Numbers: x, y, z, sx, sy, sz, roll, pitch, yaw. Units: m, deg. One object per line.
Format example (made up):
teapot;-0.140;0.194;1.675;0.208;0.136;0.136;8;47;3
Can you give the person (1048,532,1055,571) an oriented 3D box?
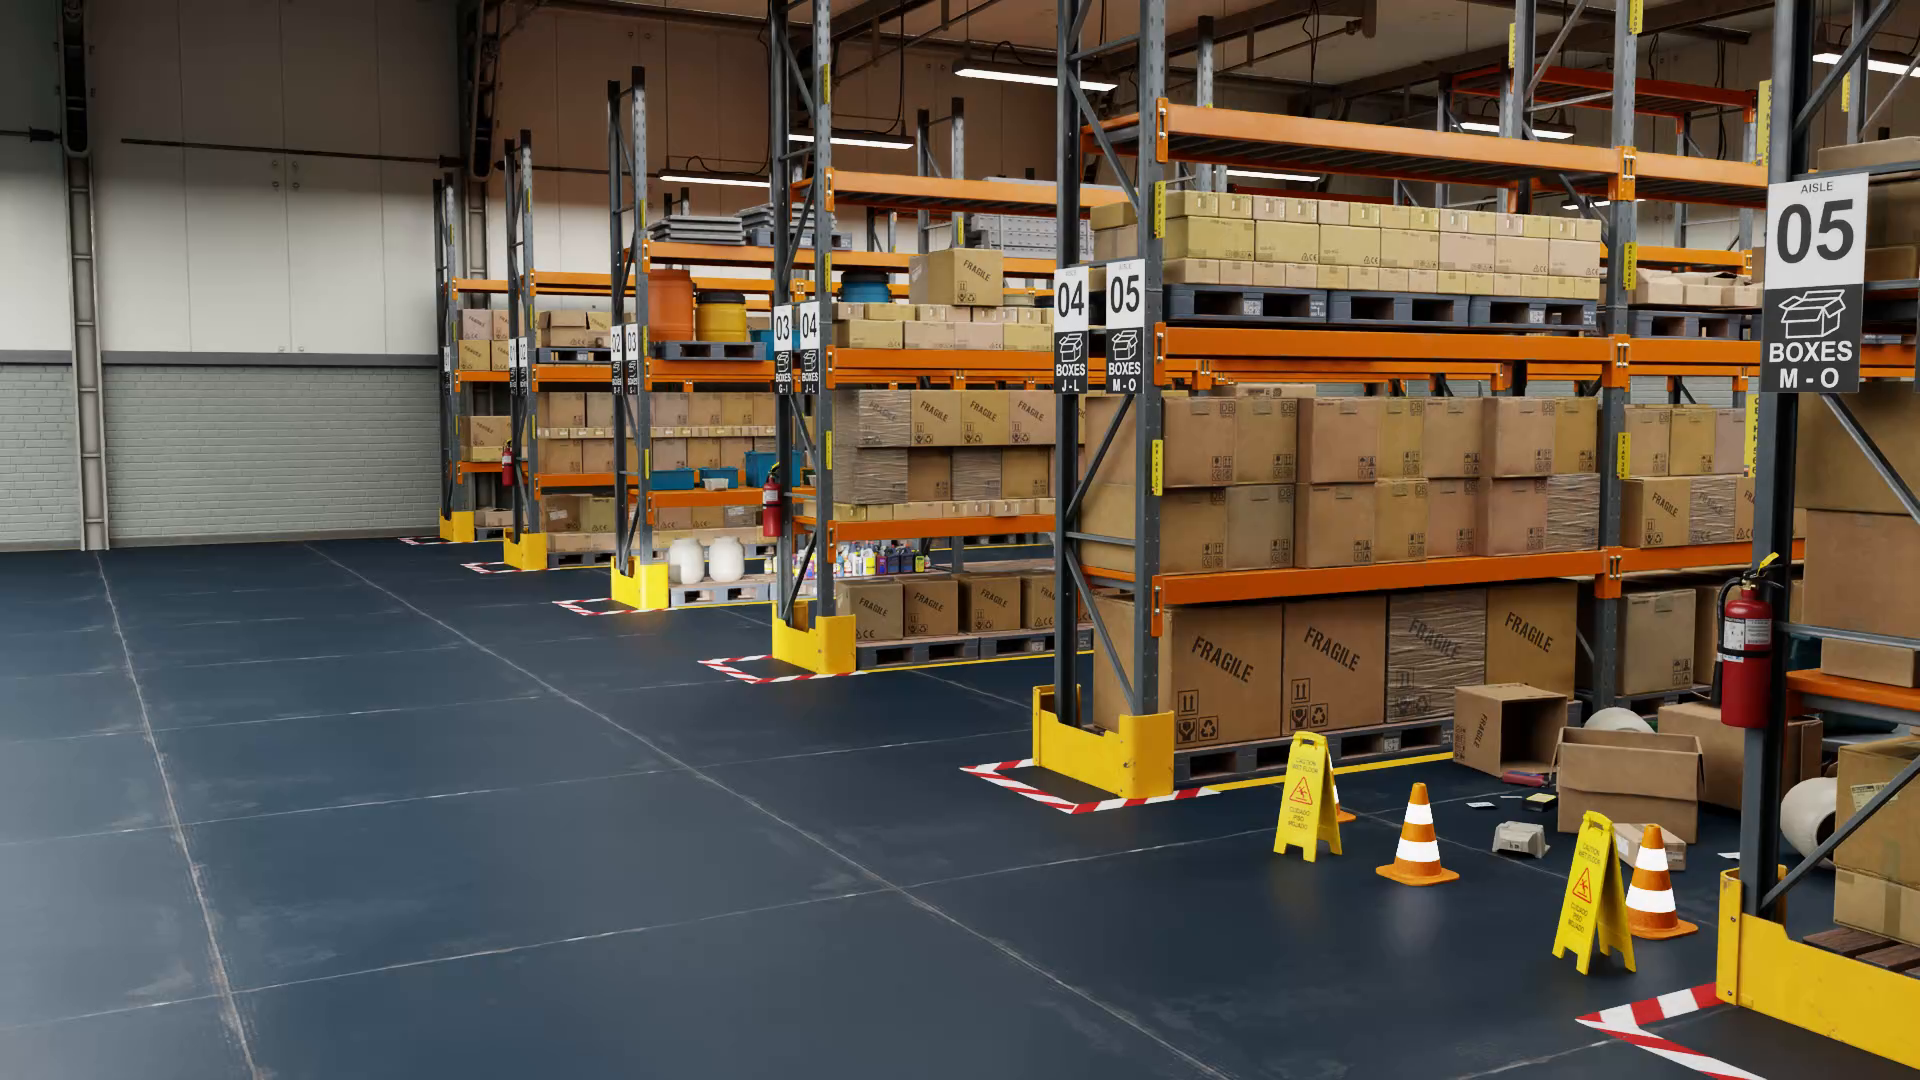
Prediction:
person;1.093;-0.085;18.177;0.517;1.778;0.622;0;5;-5
